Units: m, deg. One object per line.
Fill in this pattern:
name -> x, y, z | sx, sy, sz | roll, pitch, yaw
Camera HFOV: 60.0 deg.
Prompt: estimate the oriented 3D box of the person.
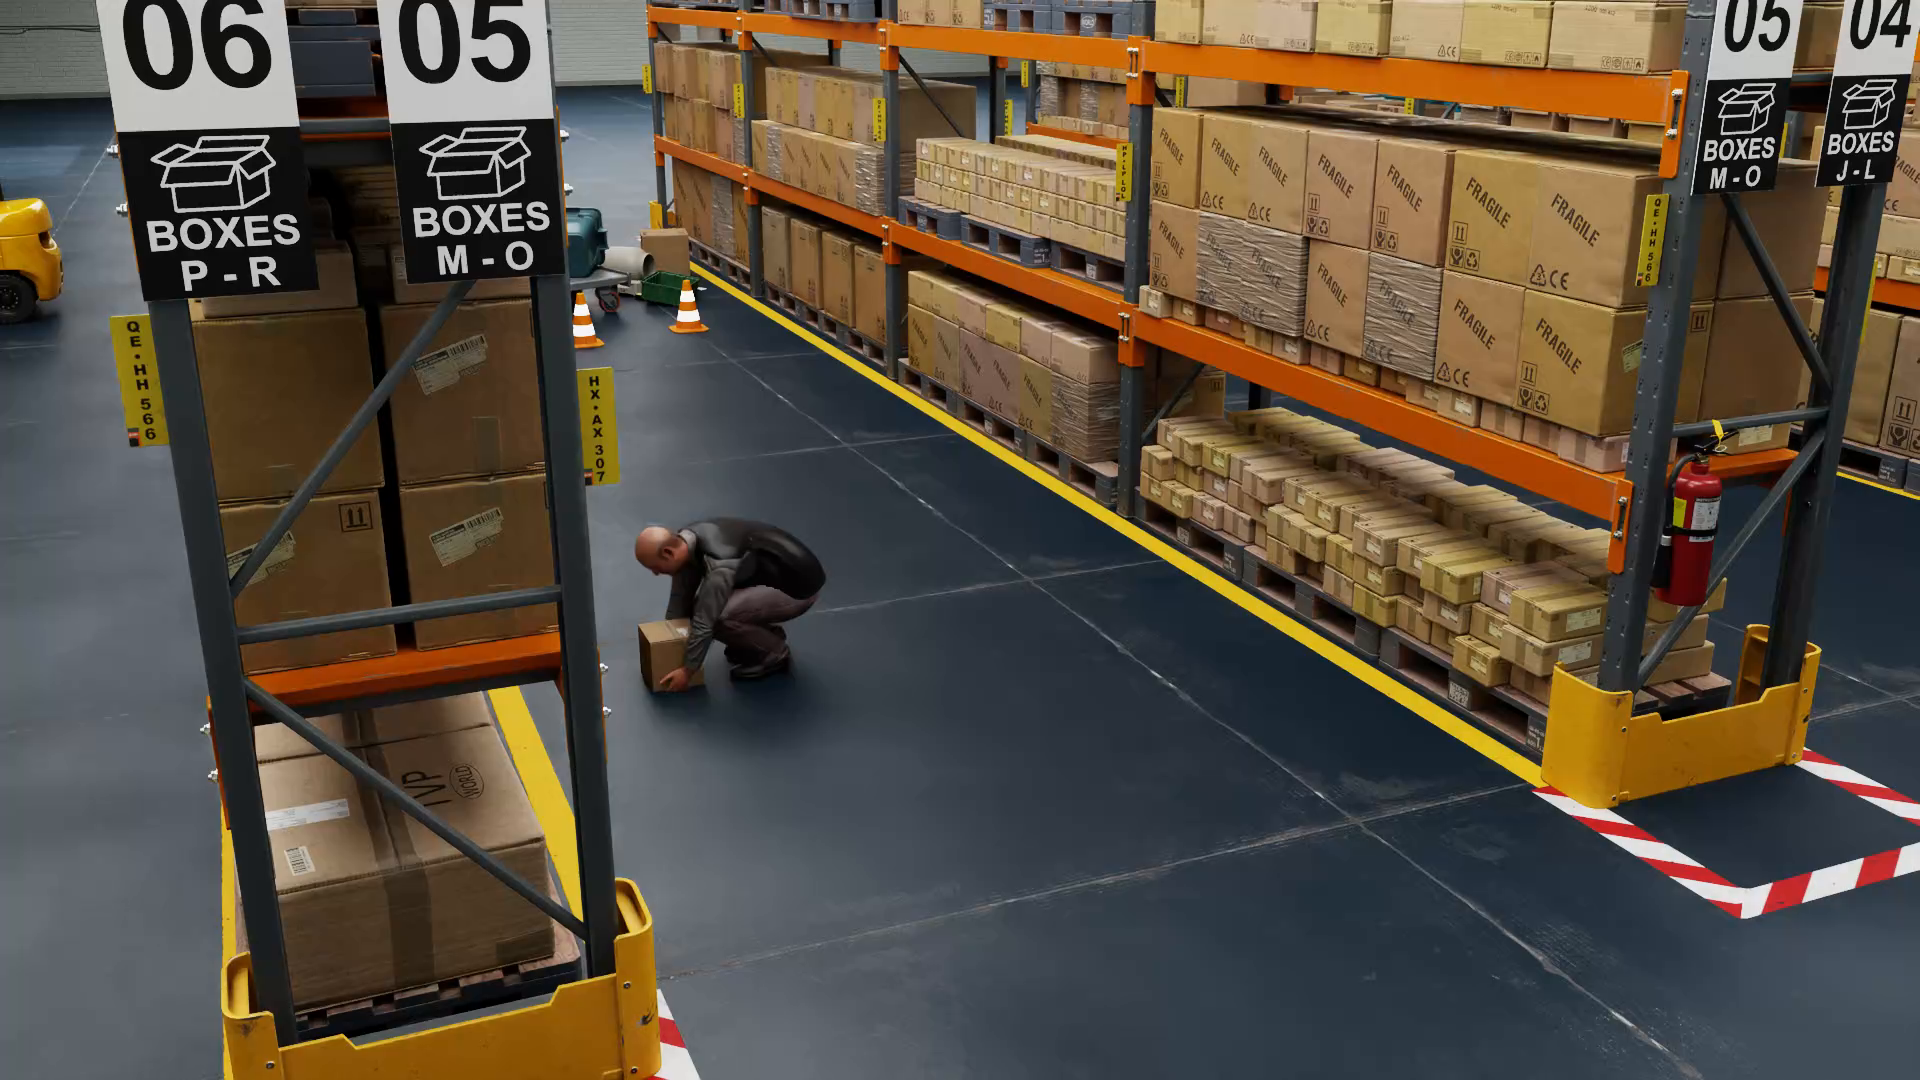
person -> -1.083, 0.276, 7.848 | 0.893, 0.835, 0.526 | -8, 20, -22
